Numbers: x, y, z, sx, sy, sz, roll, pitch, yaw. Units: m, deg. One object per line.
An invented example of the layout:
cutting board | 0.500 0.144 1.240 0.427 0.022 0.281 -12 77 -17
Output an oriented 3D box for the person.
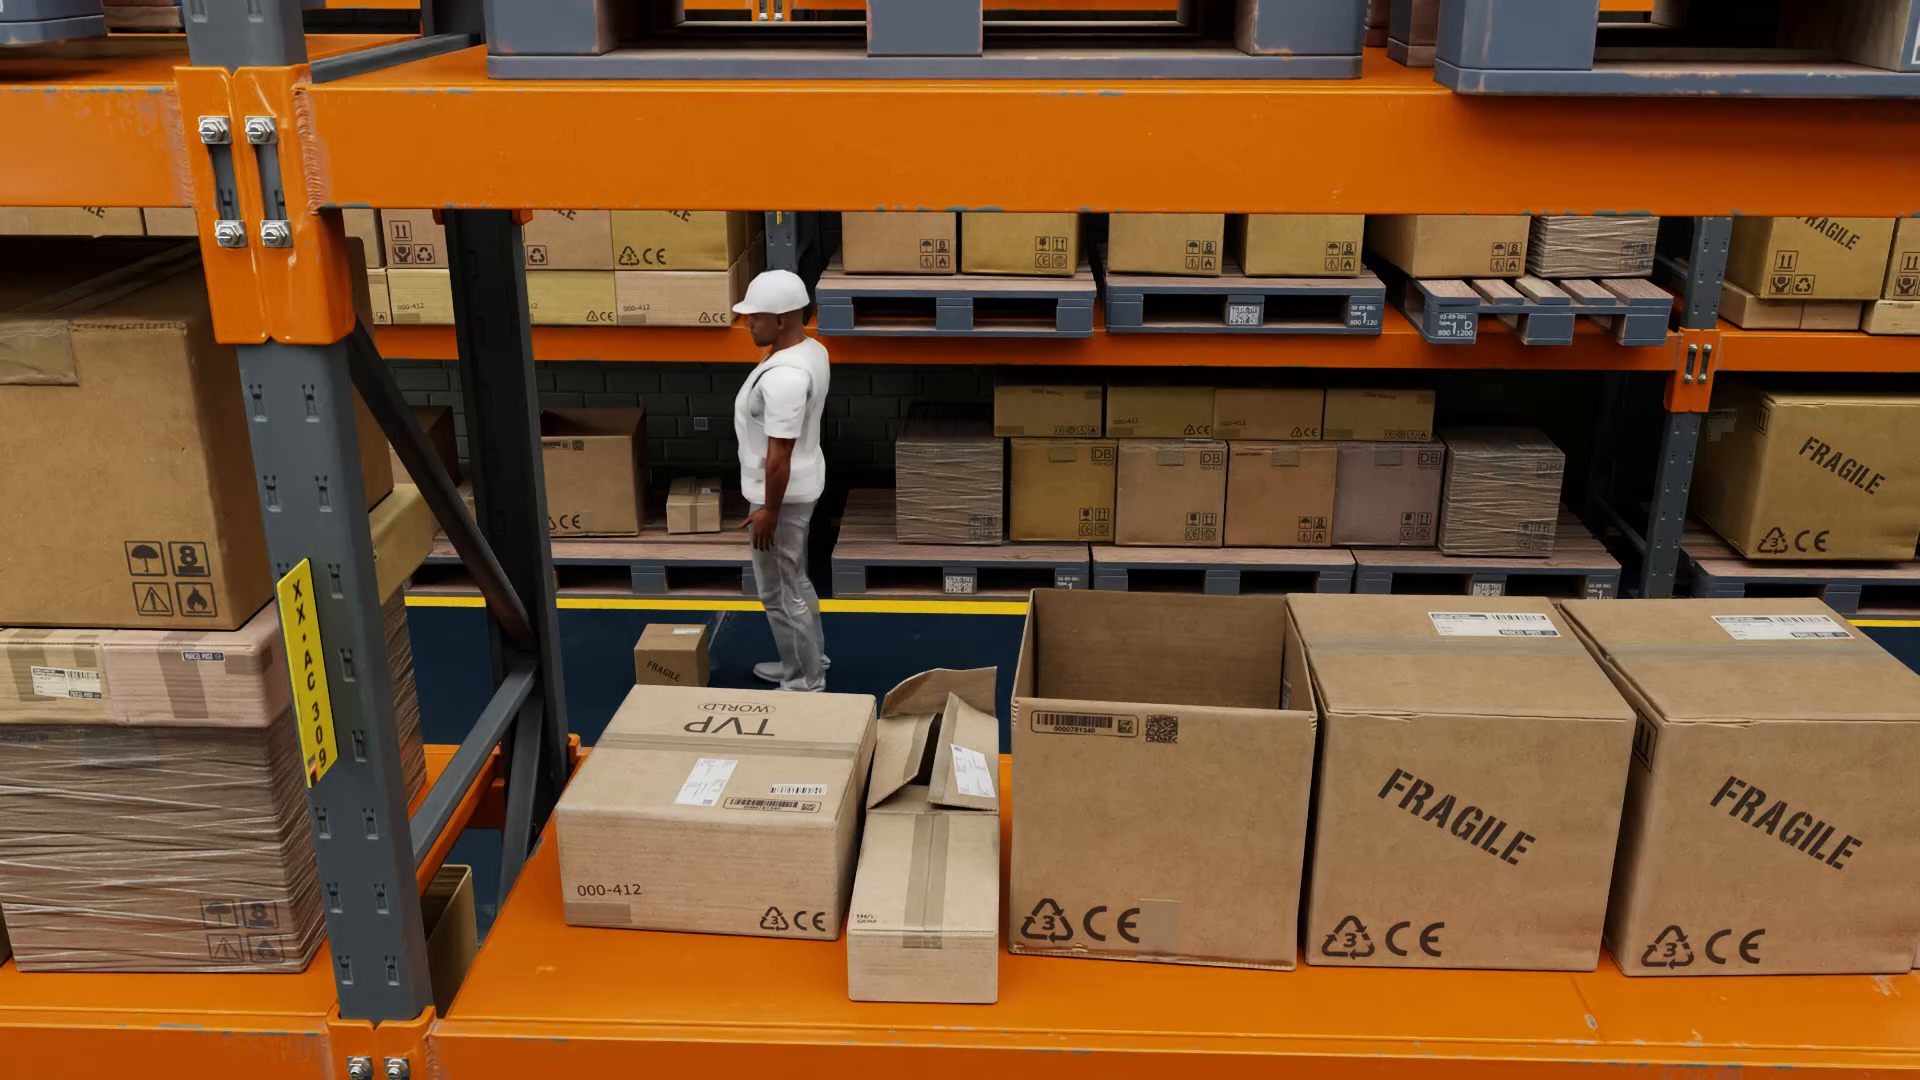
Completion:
person | -0.696 -0.187 6.546 0.365 1.763 0.565 1 21 3
